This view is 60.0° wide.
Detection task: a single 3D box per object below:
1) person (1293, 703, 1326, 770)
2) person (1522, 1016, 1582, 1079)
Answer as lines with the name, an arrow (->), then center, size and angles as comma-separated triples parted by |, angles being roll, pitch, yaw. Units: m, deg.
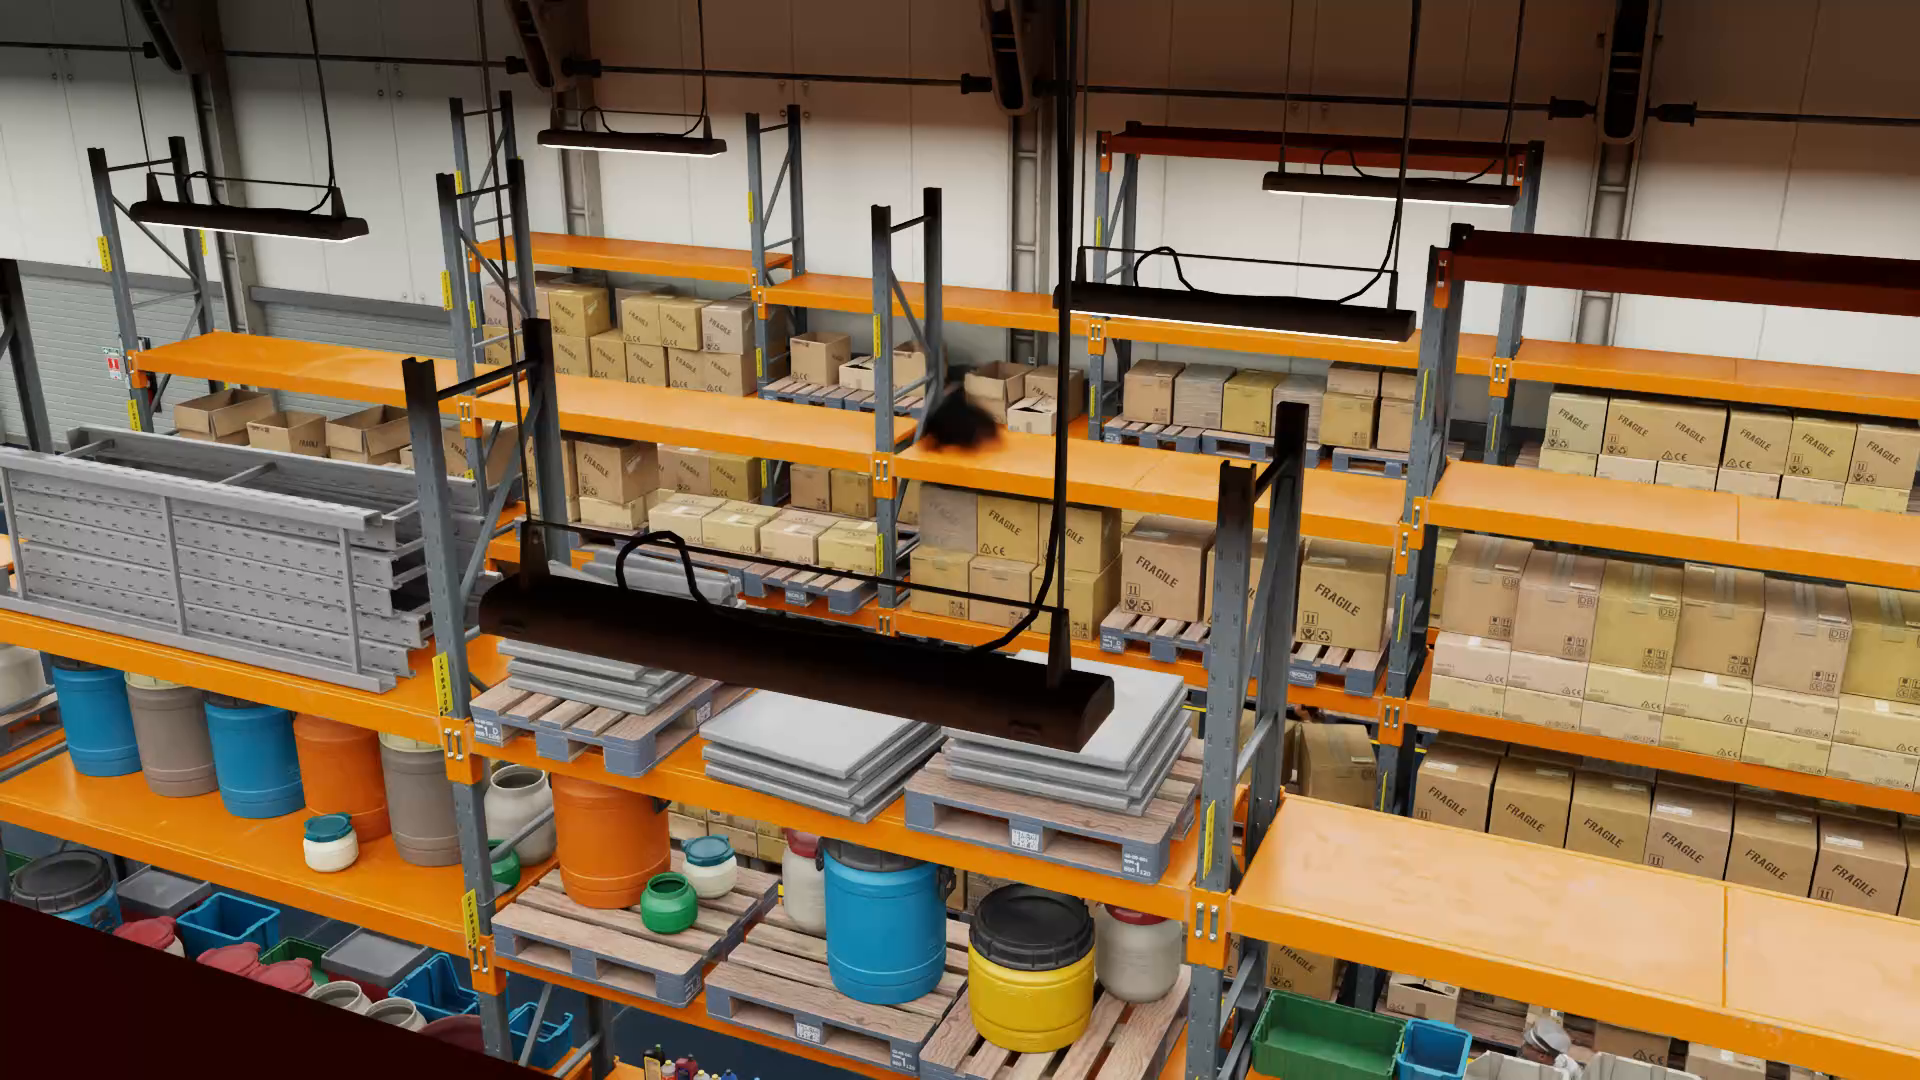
person -> 3.044, 2.128, 14.658 | 0.803, 1.714, 0.533 | 12, 23, 28
person -> 3.470, 3.724, 10.274 | 0.721, 1.819, 0.628 | 6, 21, 16
